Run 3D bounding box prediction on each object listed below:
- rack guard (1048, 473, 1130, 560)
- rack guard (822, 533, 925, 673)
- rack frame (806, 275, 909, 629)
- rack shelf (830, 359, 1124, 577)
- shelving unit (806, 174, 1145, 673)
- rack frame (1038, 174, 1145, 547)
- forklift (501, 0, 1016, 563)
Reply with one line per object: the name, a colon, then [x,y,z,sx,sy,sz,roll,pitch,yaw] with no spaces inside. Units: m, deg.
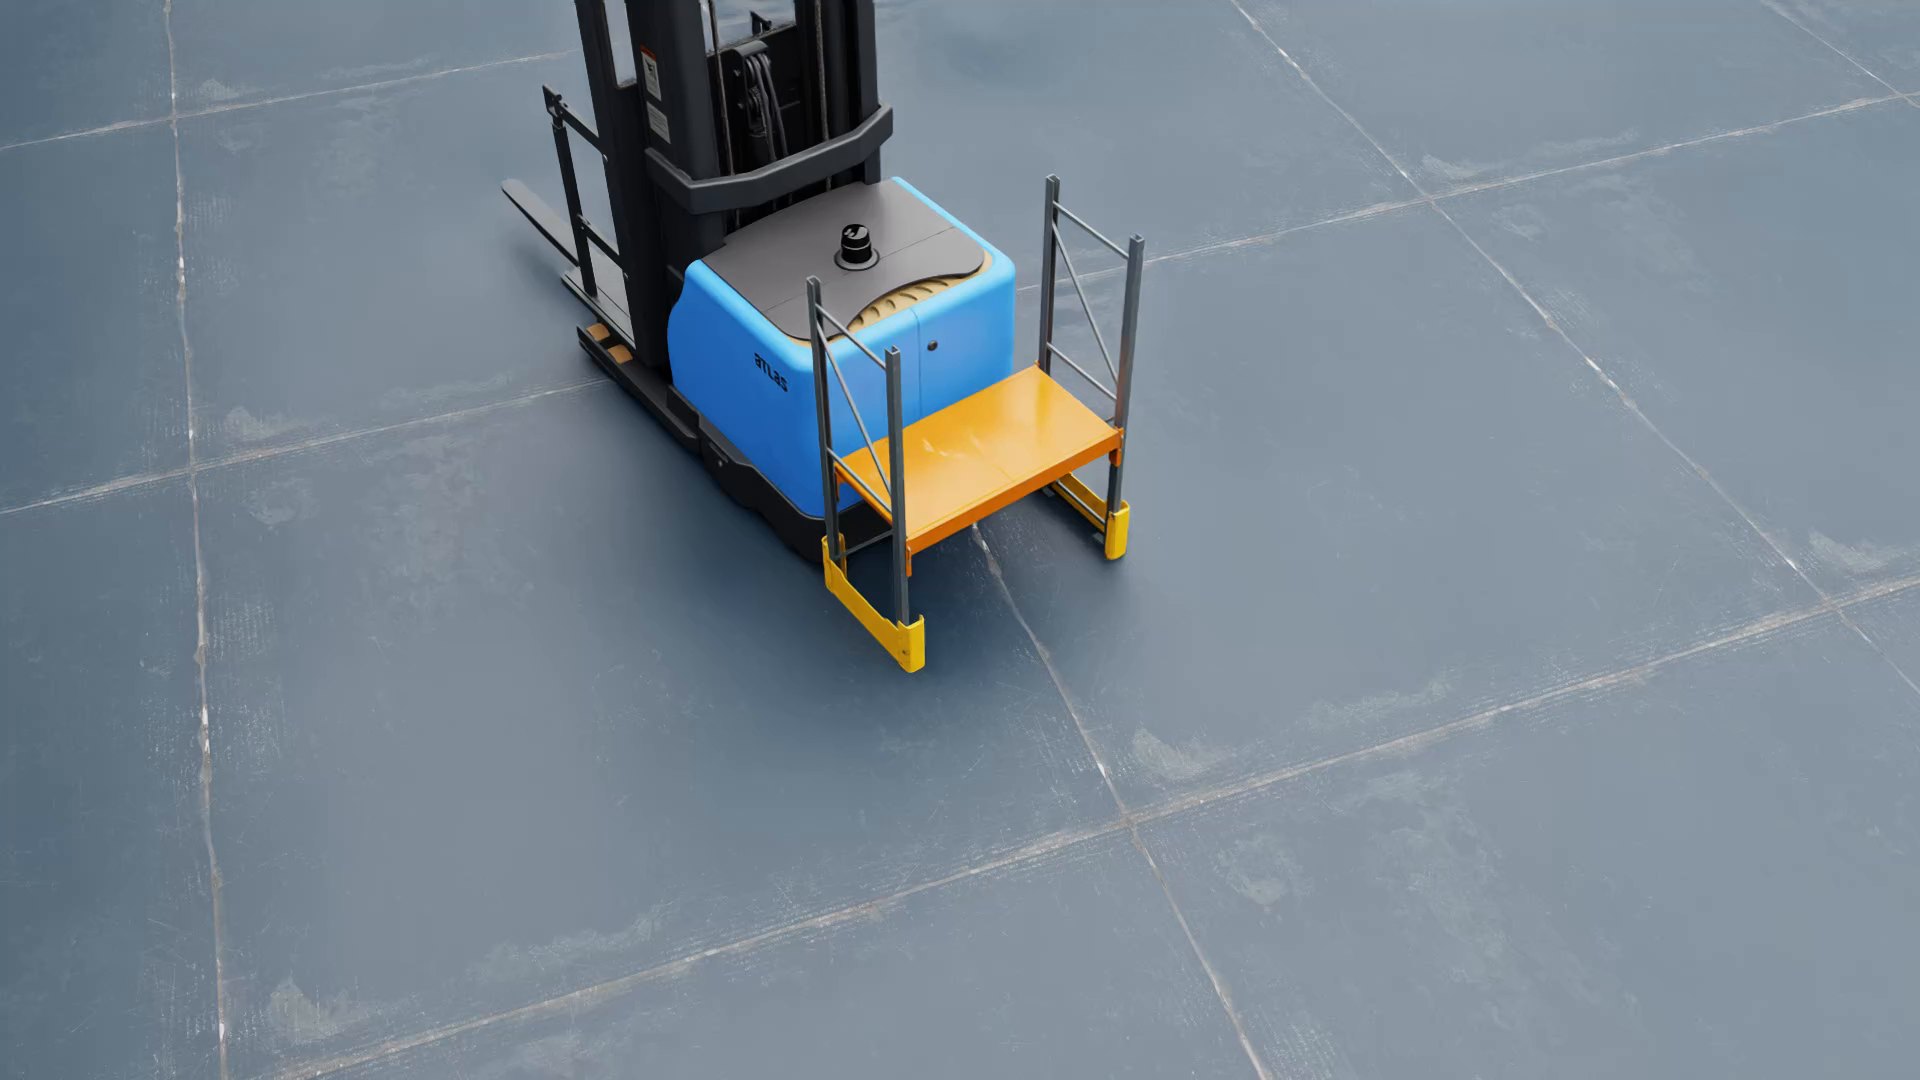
rack guard: [0.466,-0.188,6.761,0.087,0.250,0.587,-28,51,-25]
rack guard: [-0.333,0.234,6.341,0.087,0.250,0.587,-28,51,-25]
rack frame: [-0.348,-0.199,5.890,0.032,1.500,0.500,-28,51,-25]
rack shelf: [0.060,-0.287,6.231,1.000,0.185,0.538,-28,51,-25]
shelving unit: [0.067,-0.418,6.108,1.083,1.500,0.587,-28,51,-25]
rack frame: [0.467,-0.629,6.318,0.032,1.500,0.500,-28,51,-25]
forklift: [-1.072,-1.936,6.611,1.130,2.935,3.031,-29,52,-26]
